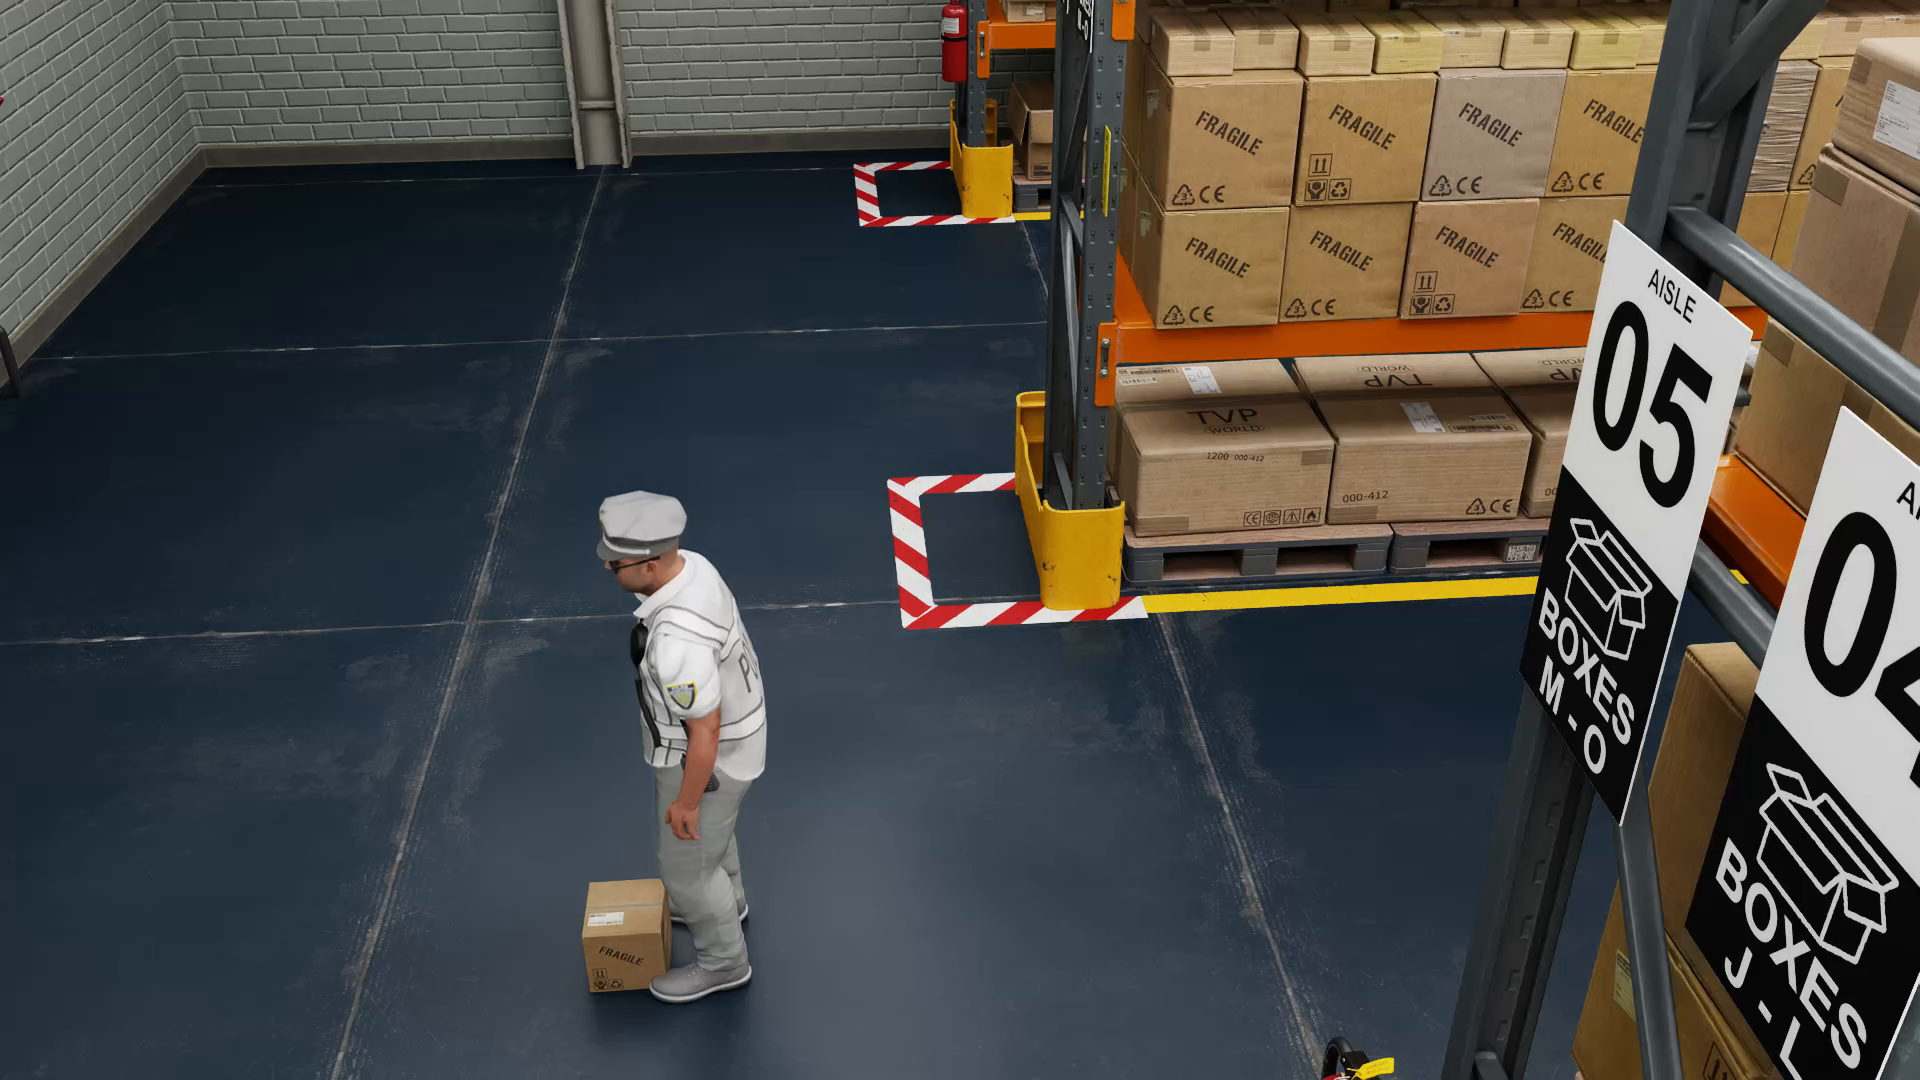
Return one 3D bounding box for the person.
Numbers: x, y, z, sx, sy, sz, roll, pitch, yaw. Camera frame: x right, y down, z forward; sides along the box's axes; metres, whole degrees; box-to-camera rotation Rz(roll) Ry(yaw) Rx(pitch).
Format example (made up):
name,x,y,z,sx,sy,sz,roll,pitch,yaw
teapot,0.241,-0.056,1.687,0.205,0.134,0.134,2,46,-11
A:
name,x,y,z,sx,sy,sz,roll,pitch,yaw
person,-0.806,0.631,5.071,0.437,1.747,0.603,-5,31,-8
